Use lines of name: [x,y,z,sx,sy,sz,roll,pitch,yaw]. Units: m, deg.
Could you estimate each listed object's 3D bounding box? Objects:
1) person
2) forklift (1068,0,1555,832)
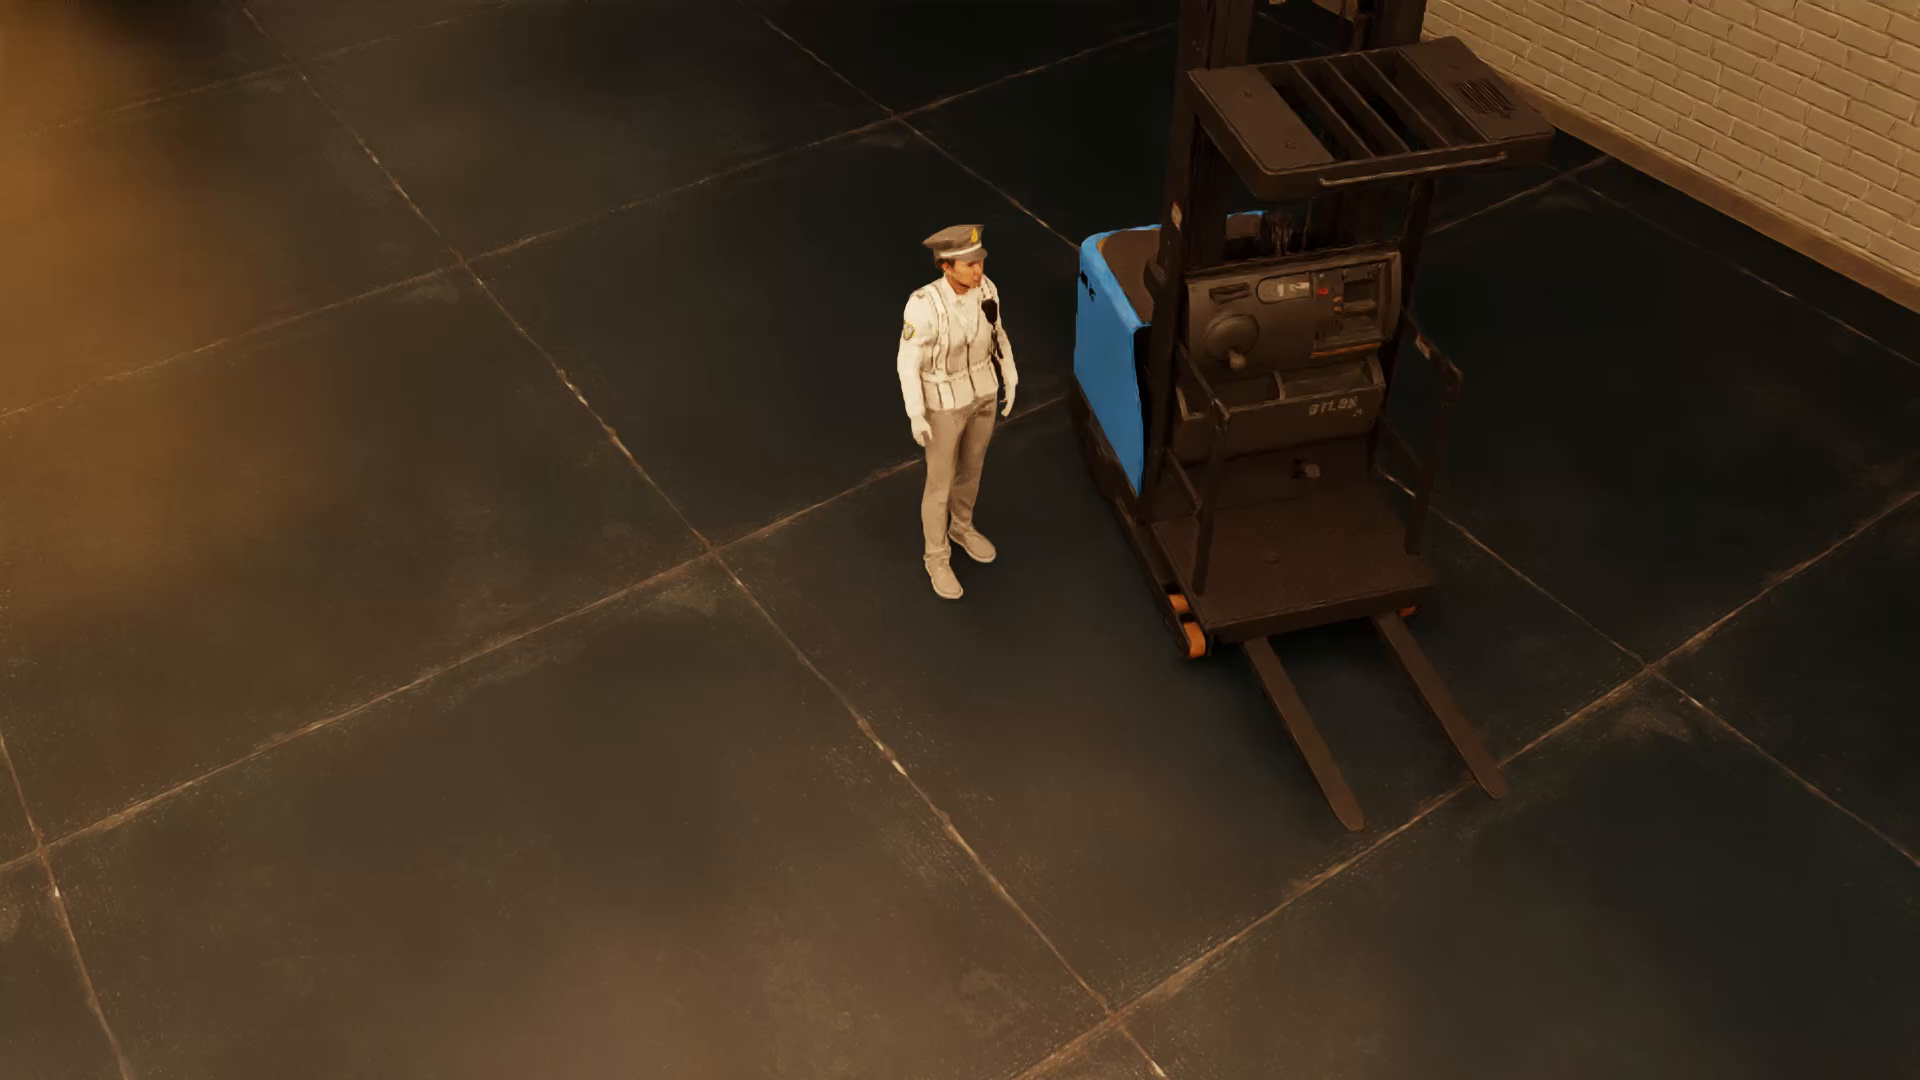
person: [0.033,-0.588,7.255,0.586,1.695,0.532,-25,48,-25]
forklift: [1.424,-0.852,6.640,1.130,2.935,3.031,-10,44,-11]
